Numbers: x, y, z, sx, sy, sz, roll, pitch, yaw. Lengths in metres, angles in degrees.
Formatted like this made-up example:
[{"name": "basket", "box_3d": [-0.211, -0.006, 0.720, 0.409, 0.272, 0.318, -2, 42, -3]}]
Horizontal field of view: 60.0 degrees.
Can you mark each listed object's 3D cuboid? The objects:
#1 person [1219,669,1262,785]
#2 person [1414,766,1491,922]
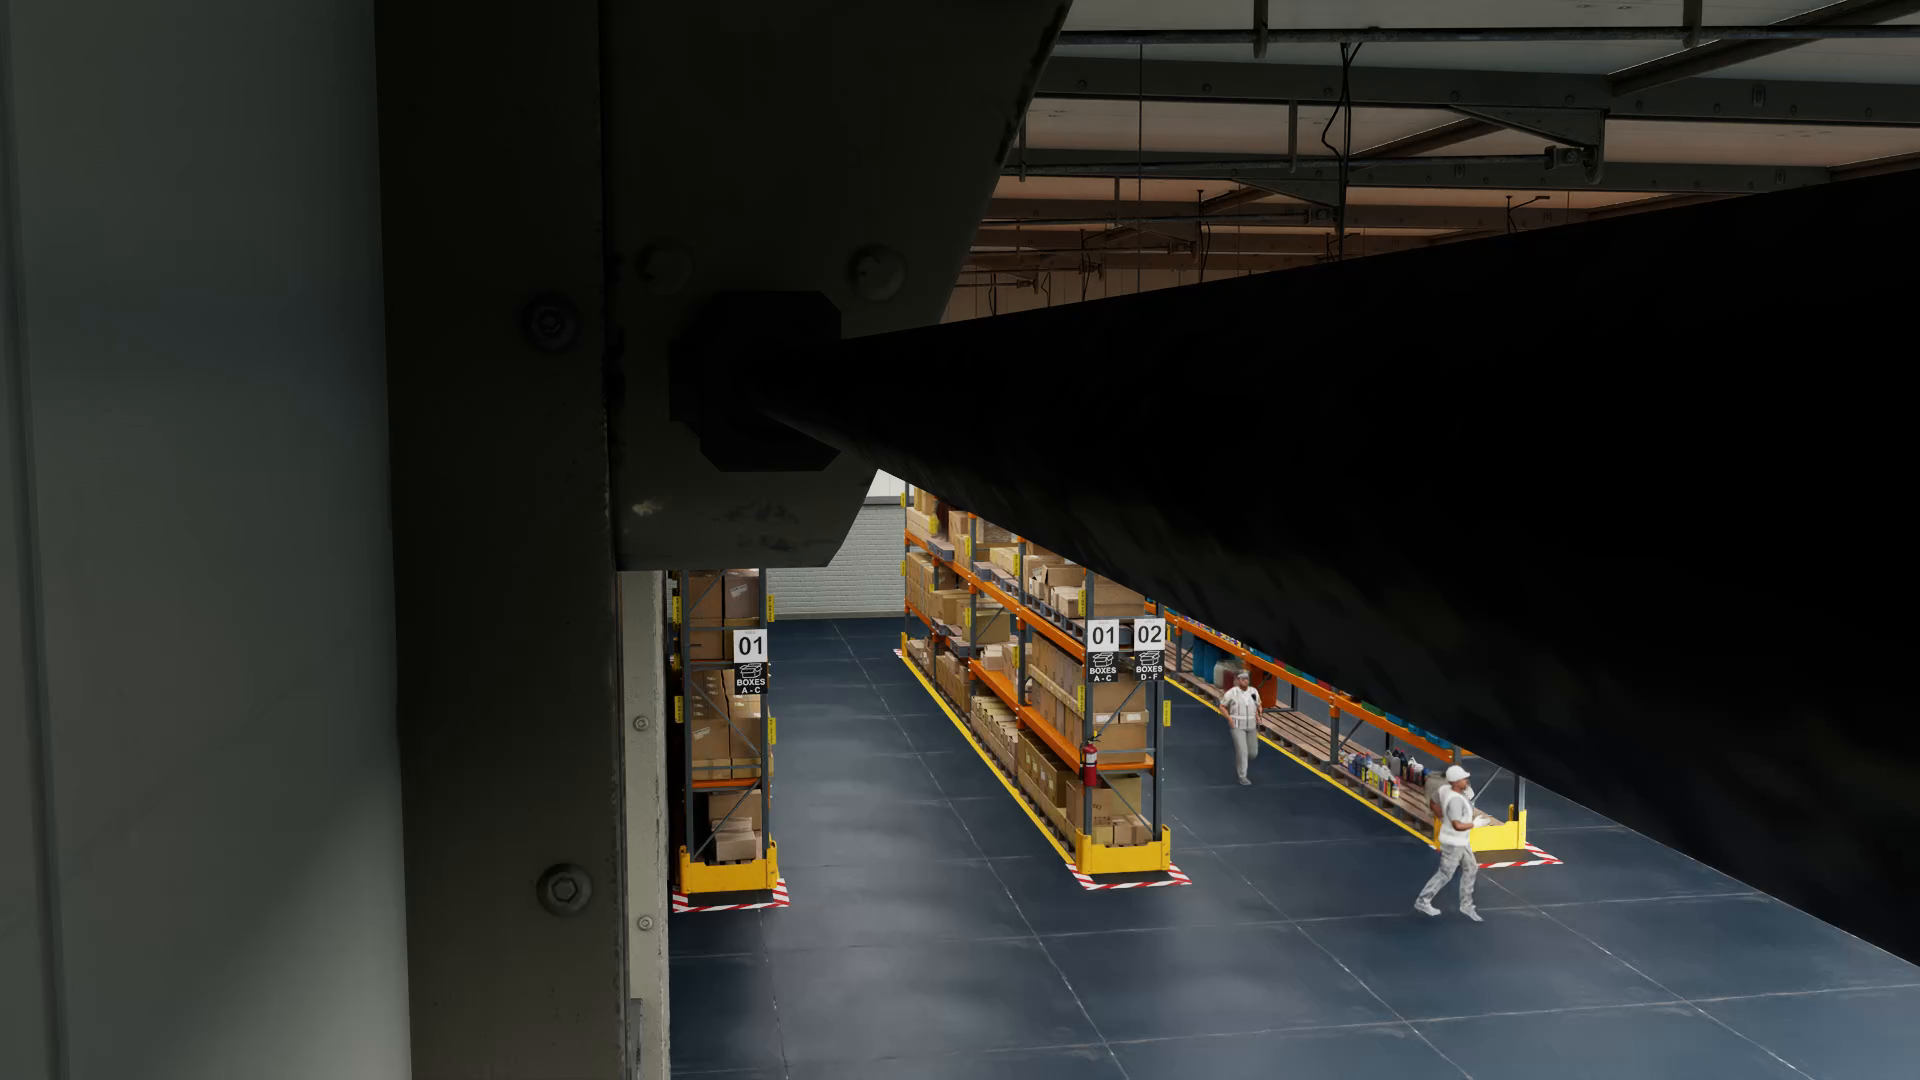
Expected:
[{"name": "person", "box_3d": [4.311, 2.827, 25.440, 0.670, 1.738, 0.751, -1, 6, -13]}, {"name": "person", "box_3d": [5.617, 3.481, 18.969, 0.808, 1.847, 0.660, 2, 6, 16]}]
